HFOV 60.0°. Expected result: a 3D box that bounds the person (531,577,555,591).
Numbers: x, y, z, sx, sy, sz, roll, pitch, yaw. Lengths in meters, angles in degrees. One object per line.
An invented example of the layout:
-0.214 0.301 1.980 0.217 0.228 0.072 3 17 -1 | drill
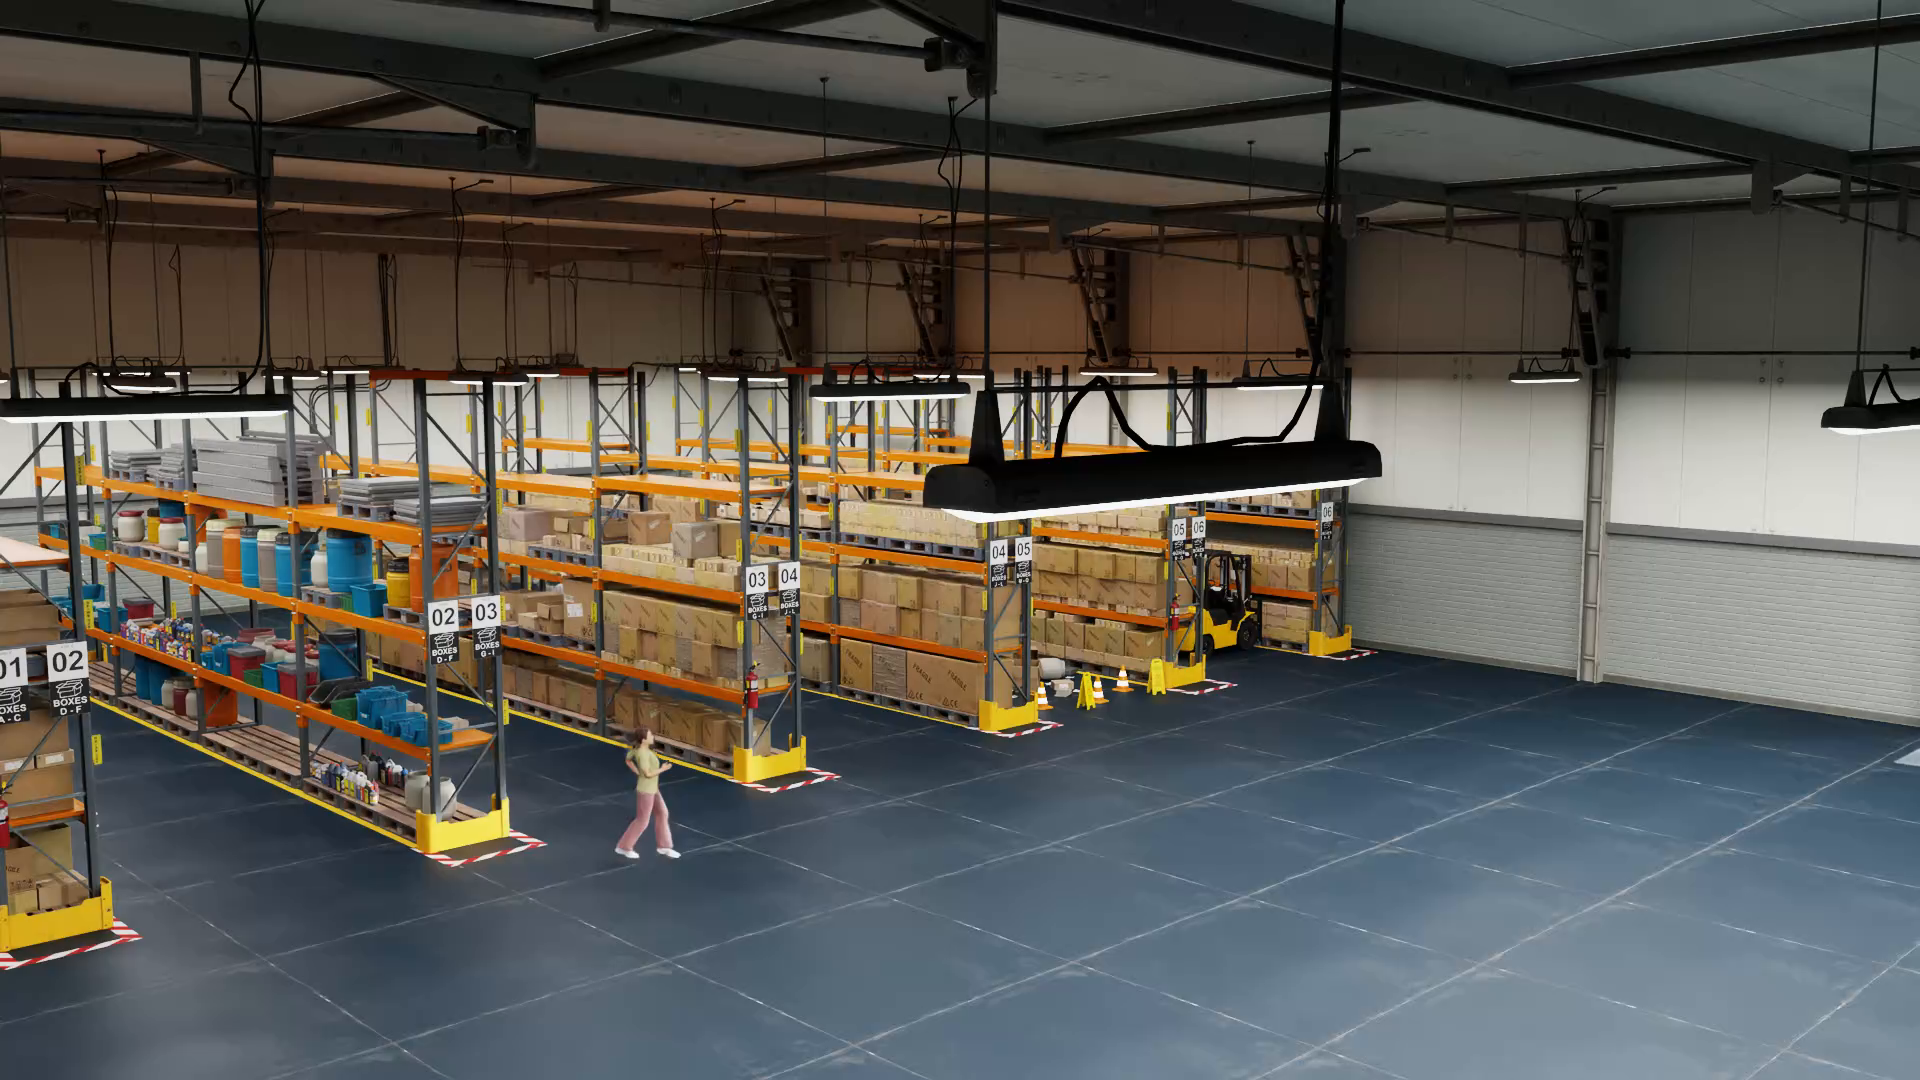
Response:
-10.517 0.817 41.253 0.674 1.806 1.201 5 8 39 | person

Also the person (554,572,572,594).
-8.234 1.511 34.942 0.640 1.759 0.648 6 9 45 | person

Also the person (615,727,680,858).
-3.894 3.153 20.651 0.807 1.700 0.566 -1 7 -11 | person
